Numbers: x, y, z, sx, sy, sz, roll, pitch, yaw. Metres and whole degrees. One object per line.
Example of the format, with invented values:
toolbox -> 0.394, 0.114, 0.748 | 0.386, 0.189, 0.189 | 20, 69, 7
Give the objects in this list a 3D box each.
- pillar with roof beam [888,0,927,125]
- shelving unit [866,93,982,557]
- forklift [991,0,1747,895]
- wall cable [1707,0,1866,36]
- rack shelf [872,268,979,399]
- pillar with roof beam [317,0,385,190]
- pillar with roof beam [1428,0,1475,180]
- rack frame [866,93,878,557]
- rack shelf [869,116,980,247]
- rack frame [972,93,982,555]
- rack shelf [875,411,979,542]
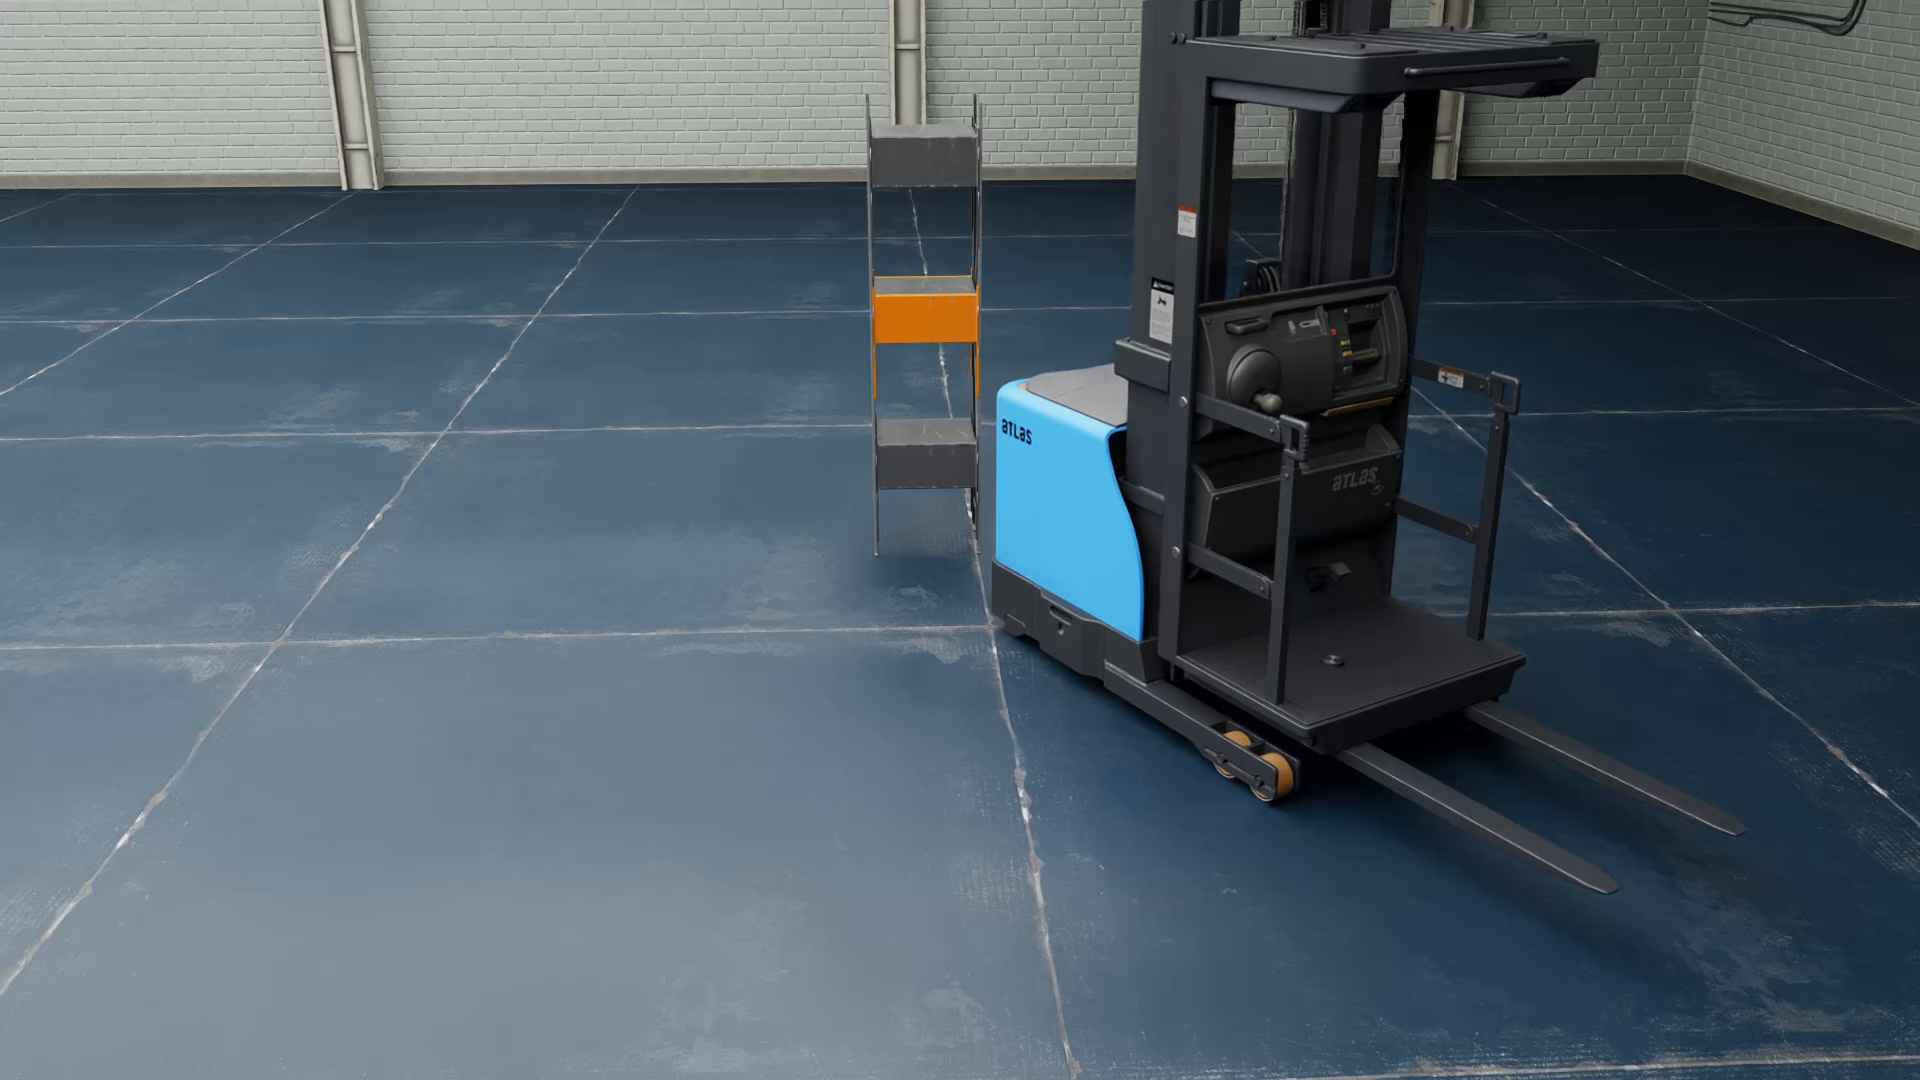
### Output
pillar with roof beam -> -0.328, -6.681, 13.023 | 0.400, 9.000, 9.100 | -1, 21, -3
shelving unit -> -0.165, -0.978, 7.739 | 0.503, 2.100, 0.431 | -1, 21, -3
forklift -> 1.346, -0.657, 5.727 | 1.130, 2.935, 3.031 | -13, 24, -30
wall cable -> 8.433, -6.471, 16.835 | 0.112, 2.526, 3.097 | -1, 21, -3
rack shelf -> -0.165, -0.965, 7.743 | 0.480, 0.518, 0.431 | -1, 21, -3
pillar with roof beam -> -6.318, -6.559, 12.702 | 0.400, 9.000, 9.100 | -1, 21, -3
pillar with roof beam -> 5.662, -6.803, 13.343 | 0.400, 9.000, 9.100 | -1, 21, -3
rack frame -> -0.409, -0.973, 7.726 | 0.015, 2.100, 0.400 | -1, 21, -3
rack shelf -> -0.165, -1.619, 7.494 | 0.480, 0.518, 0.431 | -1, 21, -3
rack frame -> 0.078, -0.983, 7.752 | 0.015, 2.100, 0.400 | -1, 21, -3
rack shelf -> -0.165, -0.311, 7.992 | 0.480, 0.518, 0.431 | -1, 21, -3
